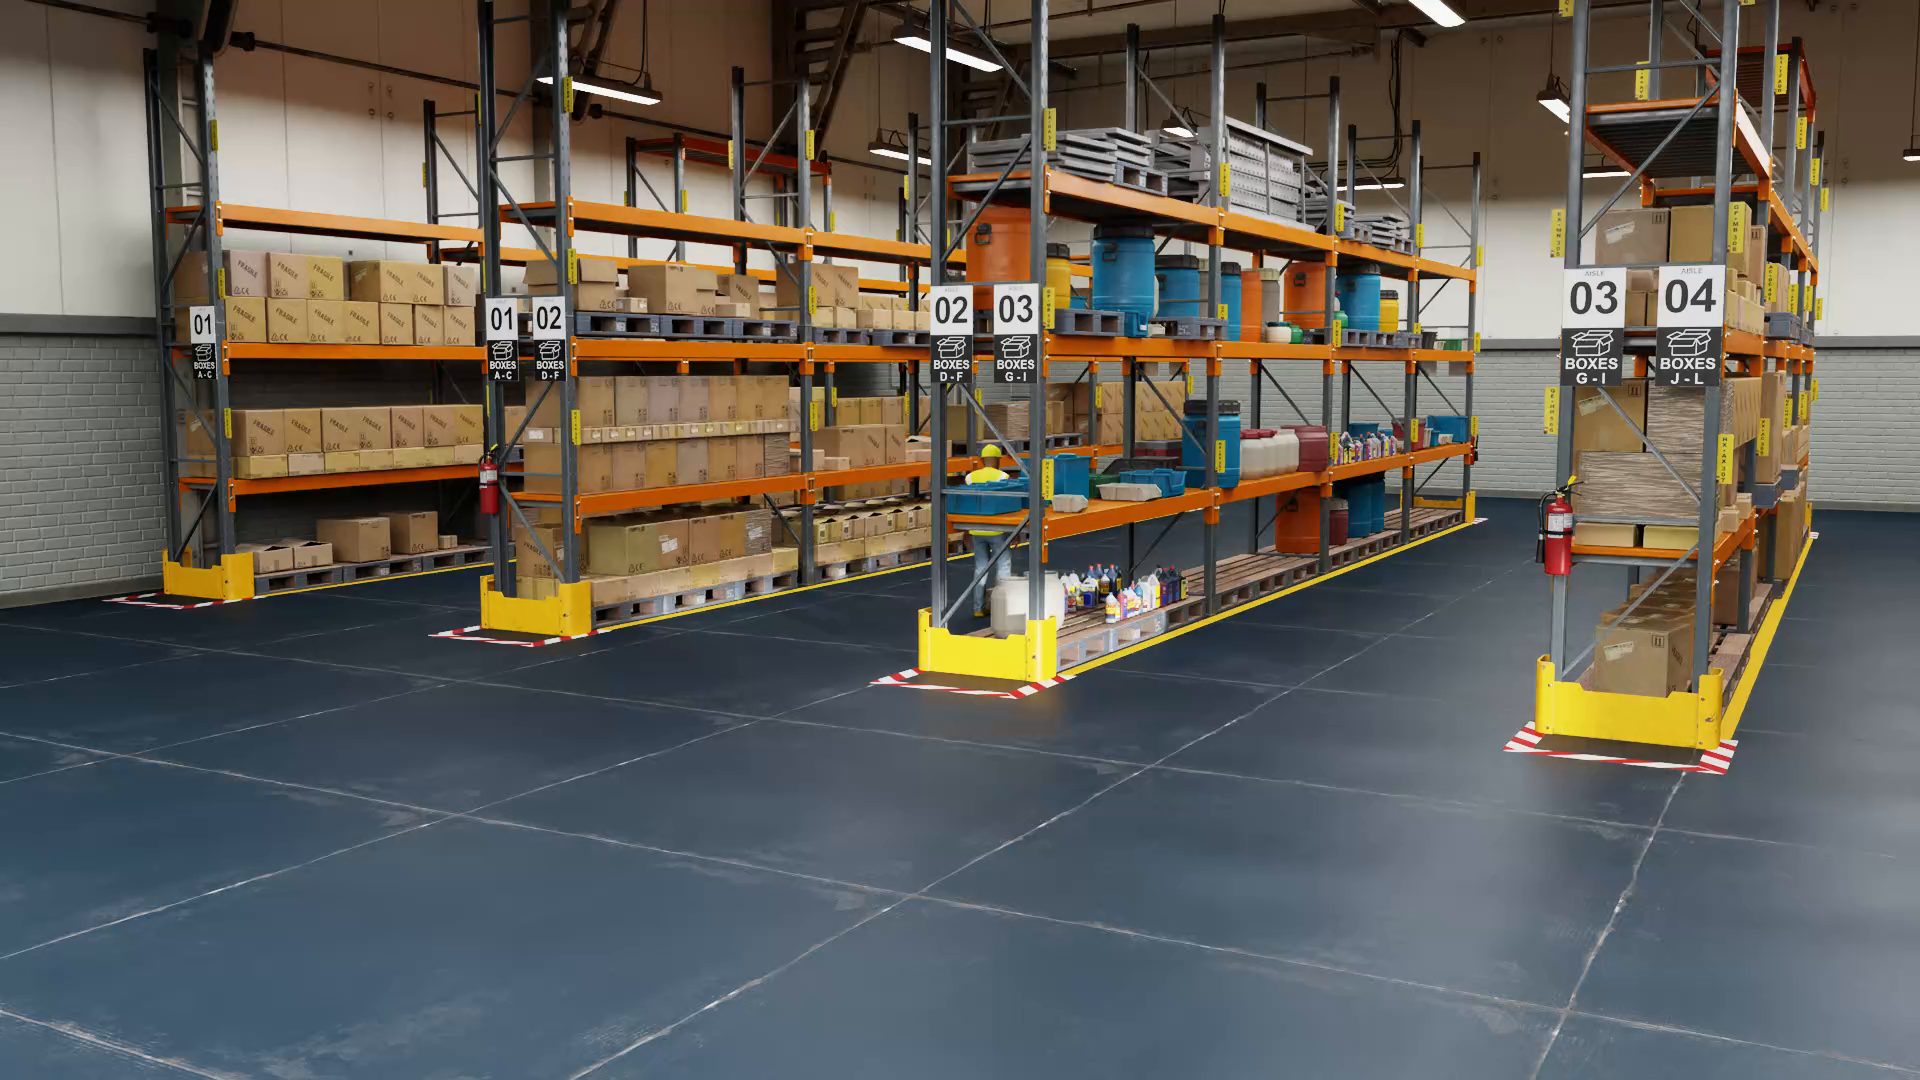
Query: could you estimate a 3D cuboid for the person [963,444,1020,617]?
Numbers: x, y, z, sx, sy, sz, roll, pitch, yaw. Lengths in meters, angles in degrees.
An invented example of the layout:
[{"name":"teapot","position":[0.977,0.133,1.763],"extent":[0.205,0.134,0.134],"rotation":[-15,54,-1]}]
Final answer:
[{"name":"person","position":[0.315,-0.094,16.971],"extent":[0.633,1.759,0.462],"rotation":[3,7,25]}]
